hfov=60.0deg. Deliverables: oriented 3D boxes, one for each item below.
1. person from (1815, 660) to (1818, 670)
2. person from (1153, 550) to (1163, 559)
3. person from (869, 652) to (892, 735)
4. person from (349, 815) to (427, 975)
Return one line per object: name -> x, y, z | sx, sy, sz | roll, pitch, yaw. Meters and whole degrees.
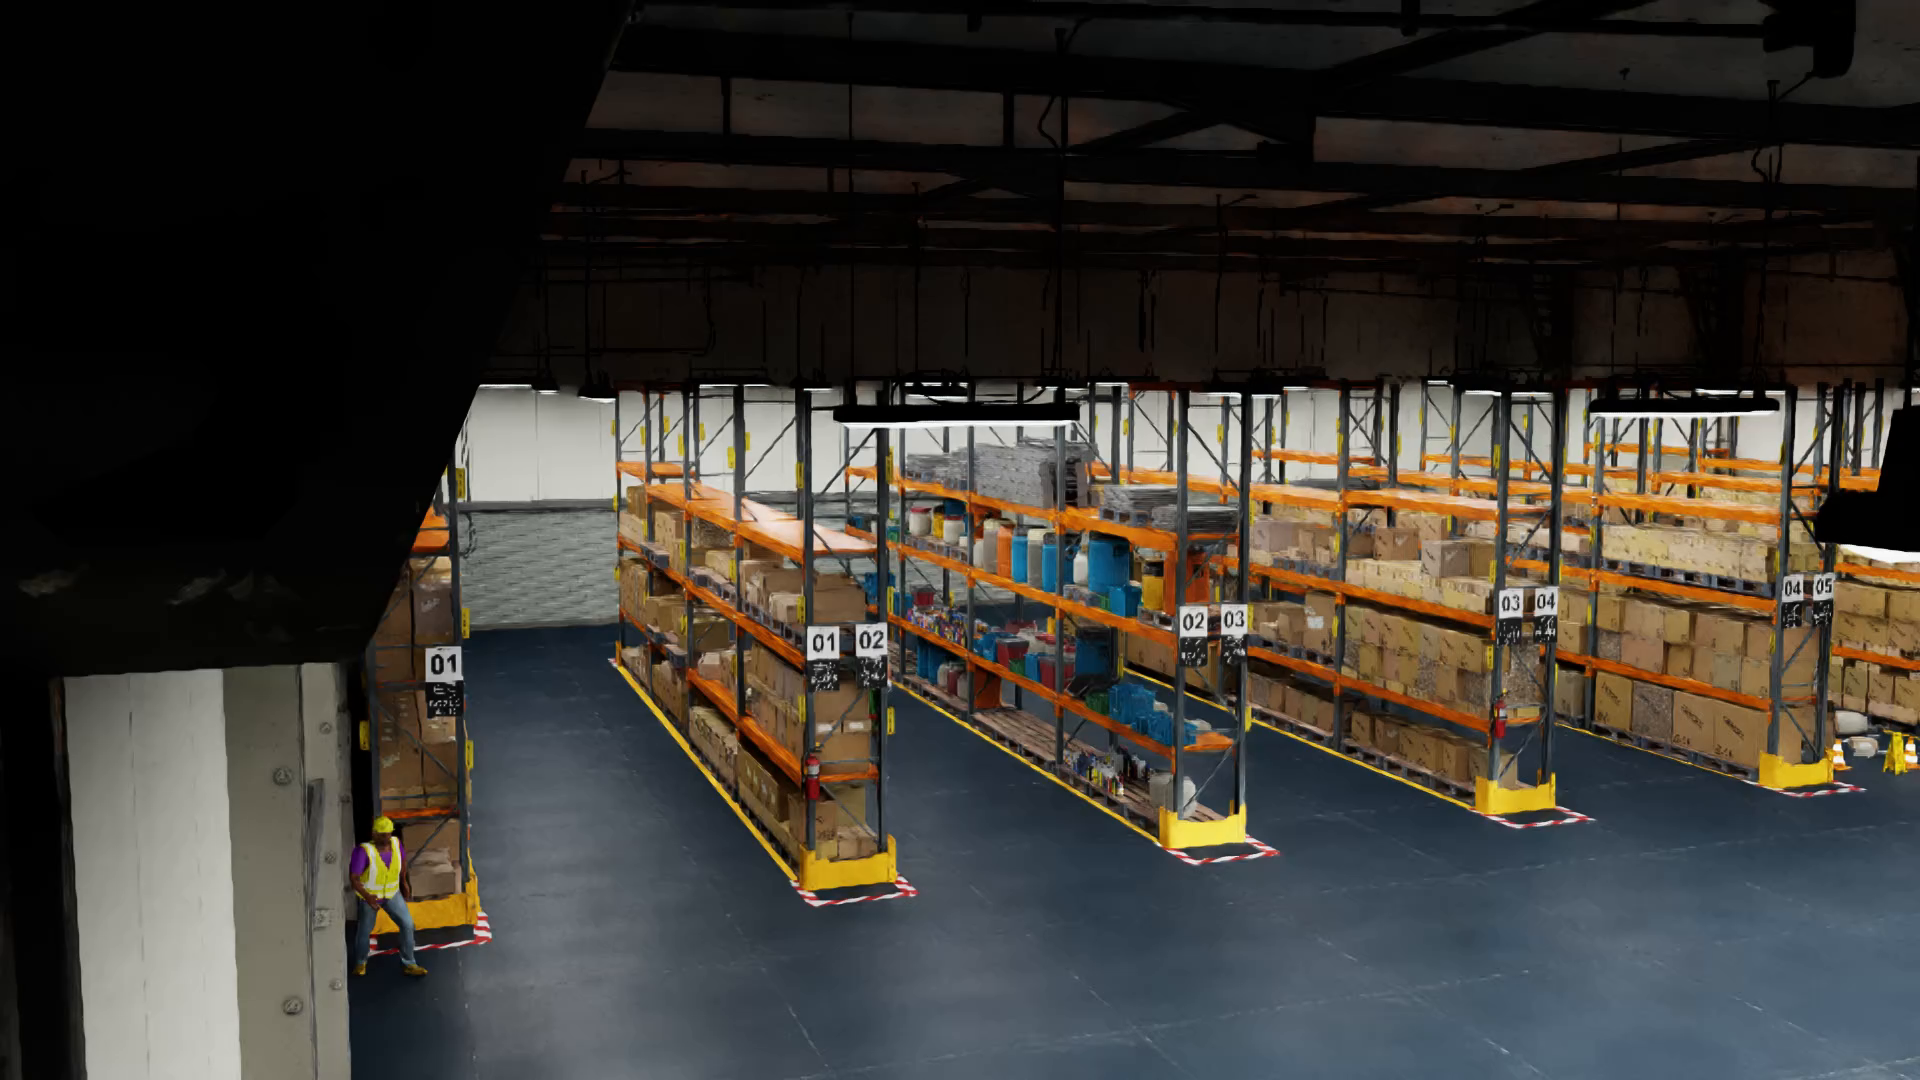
person -> 17.317, 1.845, 34.089 | 0.586, 1.748, 0.653 | 1, 6, 9
person -> 5.075, 1.066, 42.042 | 0.510, 1.658, 0.591 | 5, 8, 37
person -> -1.479, 2.441, 28.651 | 0.567, 1.736, 1.044 | -2, 6, -20
person -> -5.976, 3.662, 17.165 | 0.702, 1.706, 0.765 | -5, 8, -41
